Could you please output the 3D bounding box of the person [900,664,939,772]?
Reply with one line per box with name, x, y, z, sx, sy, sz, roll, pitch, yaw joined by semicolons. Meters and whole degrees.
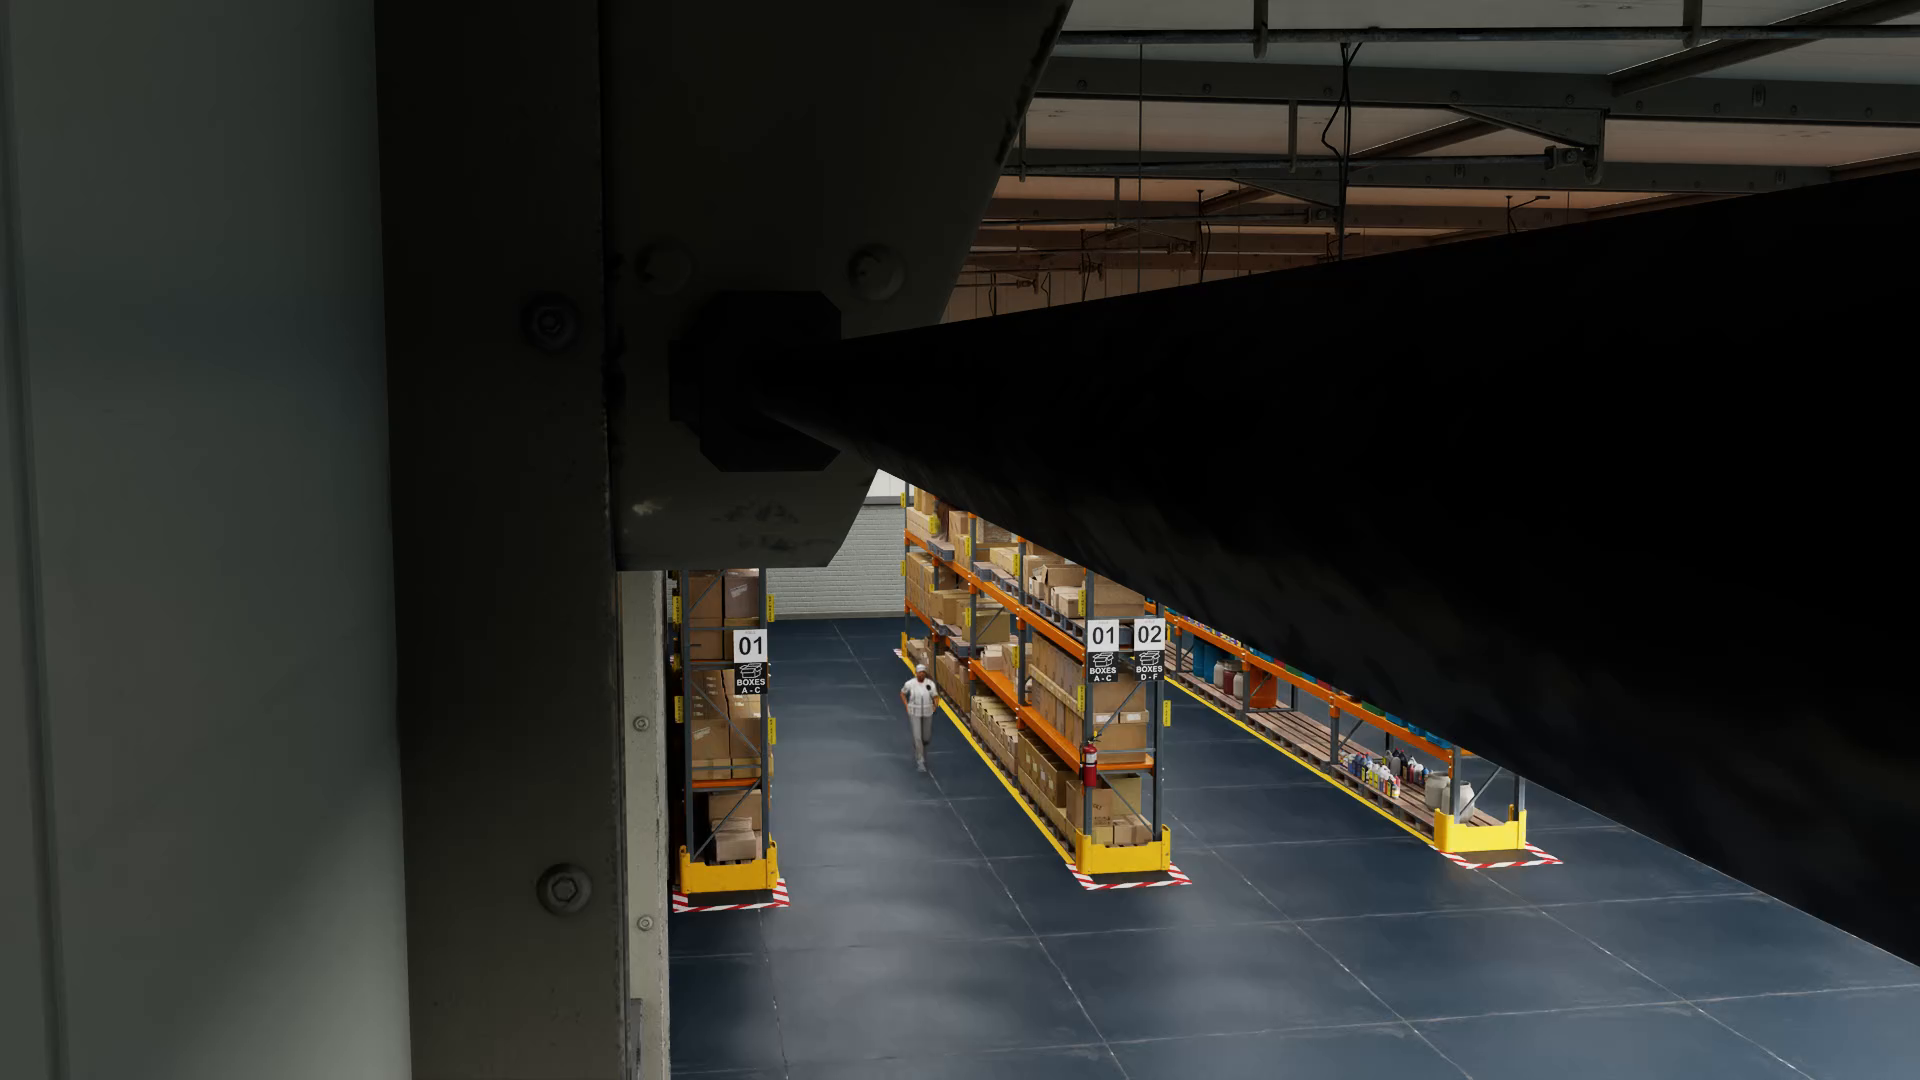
person;-0.631;2.792;26.411;0.607;1.665;0.808;-1;6;-11
